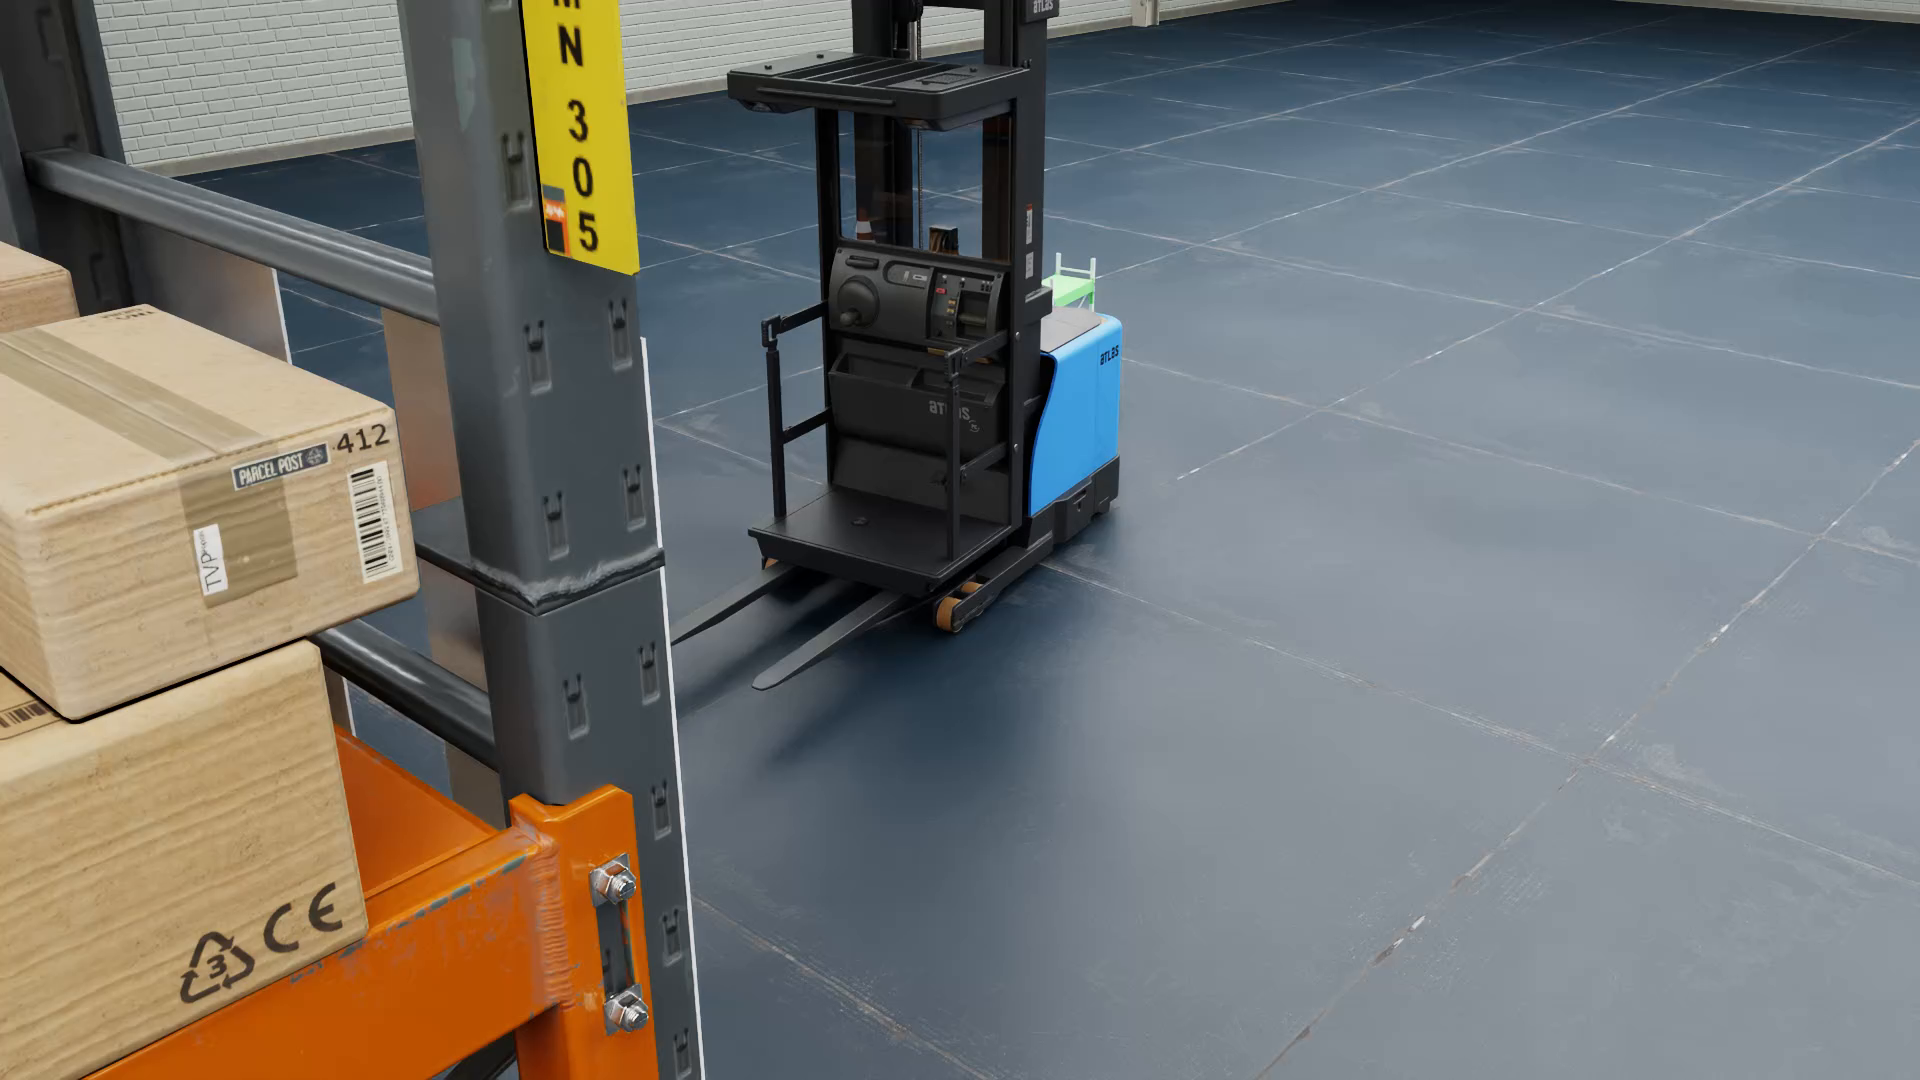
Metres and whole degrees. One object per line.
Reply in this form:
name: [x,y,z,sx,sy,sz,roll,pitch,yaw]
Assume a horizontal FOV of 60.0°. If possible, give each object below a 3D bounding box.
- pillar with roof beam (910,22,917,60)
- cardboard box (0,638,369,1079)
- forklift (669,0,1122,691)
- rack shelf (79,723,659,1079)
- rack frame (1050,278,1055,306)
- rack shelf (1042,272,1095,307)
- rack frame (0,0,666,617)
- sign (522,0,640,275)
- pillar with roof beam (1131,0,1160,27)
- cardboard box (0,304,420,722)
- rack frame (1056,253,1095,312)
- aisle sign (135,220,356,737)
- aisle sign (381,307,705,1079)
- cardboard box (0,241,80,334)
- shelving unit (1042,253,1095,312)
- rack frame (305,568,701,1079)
pillar with roof beam: [2.347,-9.868,19.759,9.100,9.000,0.400,20,31,38]
cardboard box: [-0.790,0.188,1.180,0.500,0.250,0.500,21,32,39]
forklift: [-0.320,-1.119,7.663,1.130,2.935,3.031,14,28,28]
rack shelf: [-1.992,0.841,0.420,1.077,0.370,4.000,20,31,38]
rack frame: [0.403,-0.886,9.260,0.240,1.200,0.015,14,28,28]
rack shelf: [0.529,-1.351,9.280,0.258,0.148,0.480,14,28,28]
rack frame: [-0.657,-1.465,1.018,1.000,3.000,0.127,20,31,38]
sign: [-0.257,-0.343,1.099,0.100,0.325,0.005,20,31,38]
pillar with roof beam: [6.352,-11.696,23.836,9.100,9.000,0.400,20,31,38]
cardboard box: [-0.610,-0.040,1.202,0.380,0.149,0.250,20,31,38]
rack frame: [0.654,-1.057,9.642,0.240,1.200,0.015,14,28,28]
aisle sign: [-0.839,-0.015,1.939,0.394,0.787,0.004,20,31,38]
aisle sign: [-0.393,0.149,1.573,0.394,0.787,0.004,20,31,38]
cardboard box: [-1.013,-0.189,1.535,0.380,0.149,0.250,20,31,37]
shelving unit: [0.528,-0.972,9.451,0.258,1.200,0.503,14,28,28]
rack frame: [-0.657,1.272,2.246,1.000,3.000,0.127,20,31,38]
